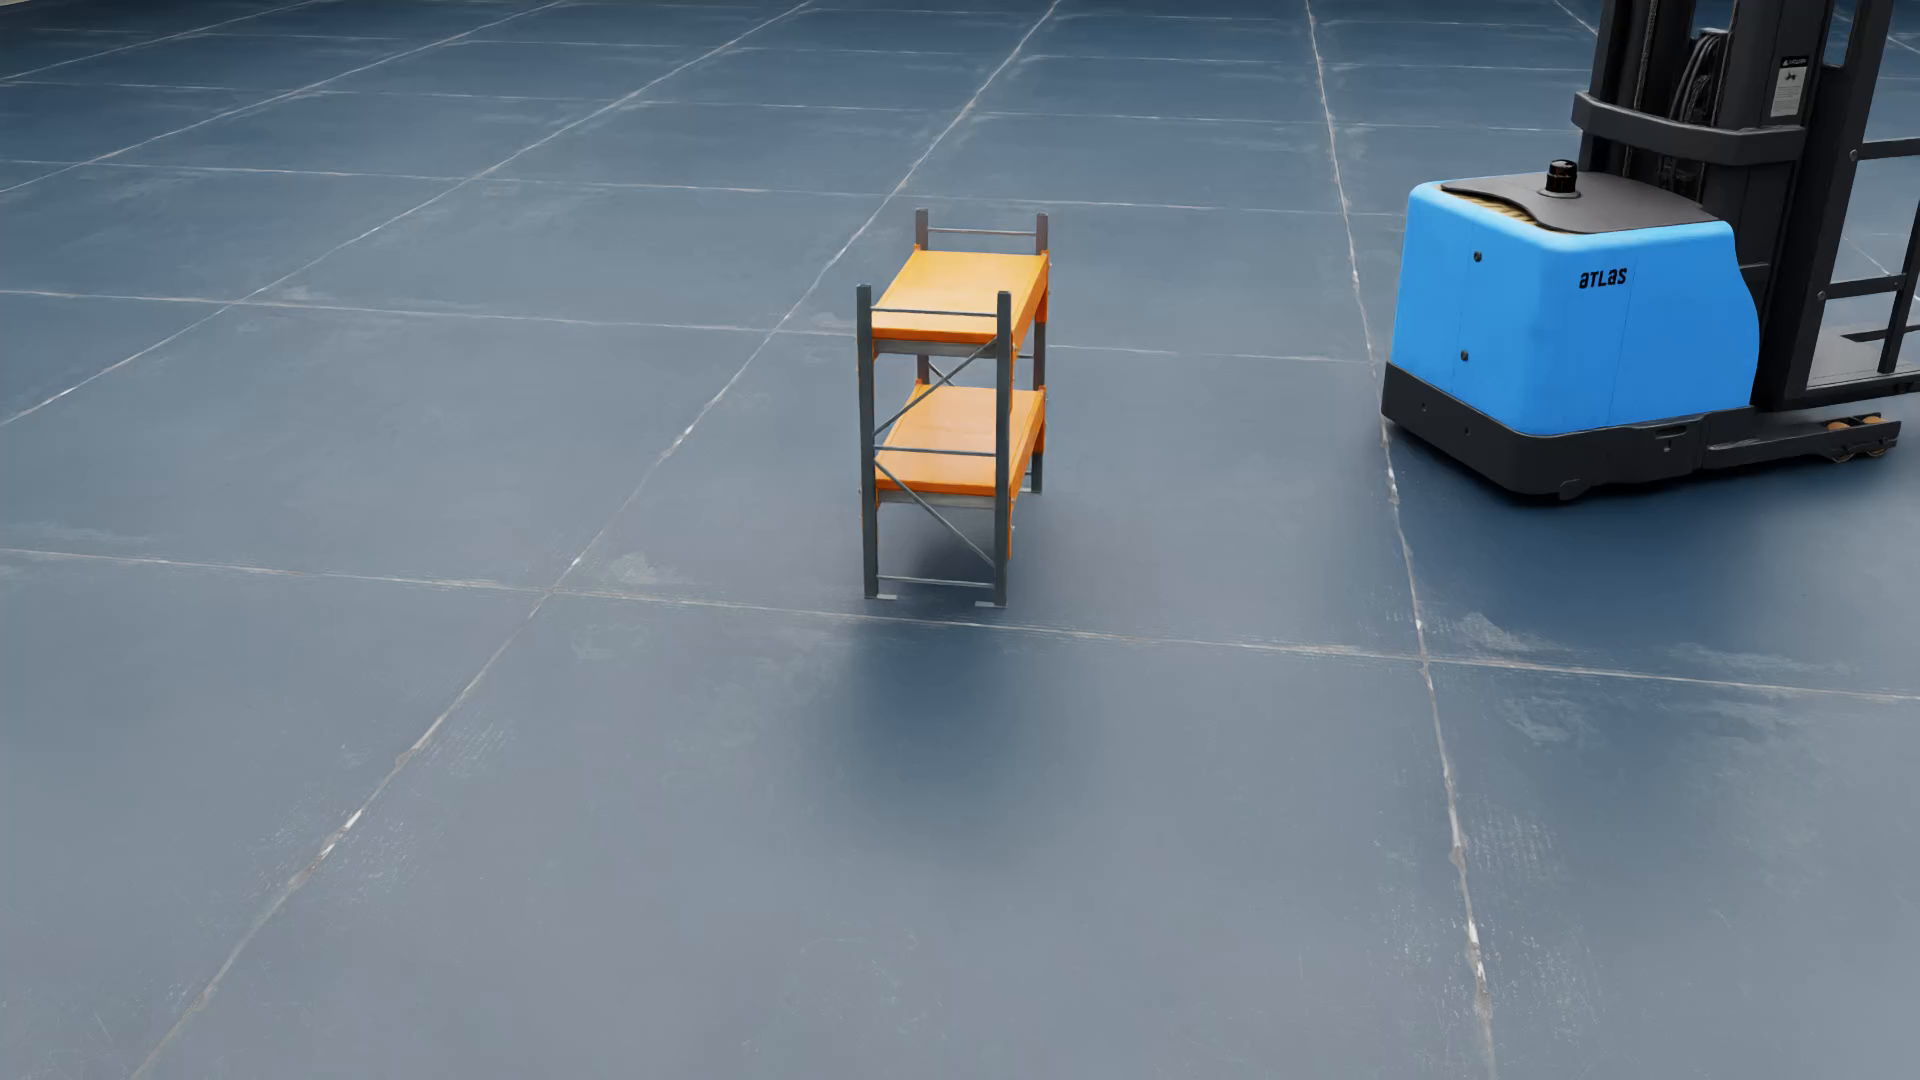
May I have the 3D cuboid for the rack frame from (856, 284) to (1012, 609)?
[{"bbox_3d":[-0.084,-0.294,5.551,0.500,1.125,0.032,4,25,9],"label":"rack frame"}]

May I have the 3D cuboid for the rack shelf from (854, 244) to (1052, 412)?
[{"bbox_3d":[-0.001,-0.772,5.881,0.538,0.278,1.000,4,25,9],"label":"rack shelf"}]

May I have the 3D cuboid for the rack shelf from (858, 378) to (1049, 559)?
[{"bbox_3d":[-0.001,-0.285,6.109,0.538,0.278,1.000,4,25,9],"label":"rack shelf"}]

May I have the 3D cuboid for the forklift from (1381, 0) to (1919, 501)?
[{"bbox_3d":[3.413,-1.853,6.750,3.031,2.935,1.130,-9,26,-18],"label":"forklift"}]

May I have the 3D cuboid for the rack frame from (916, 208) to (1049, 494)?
[{"bbox_3d":[0.082,-0.719,6.460,0.500,1.125,0.032,4,25,9],"label":"rack frame"}]

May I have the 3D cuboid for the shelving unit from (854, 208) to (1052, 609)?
[{"bbox_3d":[-0.001,-0.507,6.005,0.538,1.125,1.048,4,25,9],"label":"shelving unit"}]
